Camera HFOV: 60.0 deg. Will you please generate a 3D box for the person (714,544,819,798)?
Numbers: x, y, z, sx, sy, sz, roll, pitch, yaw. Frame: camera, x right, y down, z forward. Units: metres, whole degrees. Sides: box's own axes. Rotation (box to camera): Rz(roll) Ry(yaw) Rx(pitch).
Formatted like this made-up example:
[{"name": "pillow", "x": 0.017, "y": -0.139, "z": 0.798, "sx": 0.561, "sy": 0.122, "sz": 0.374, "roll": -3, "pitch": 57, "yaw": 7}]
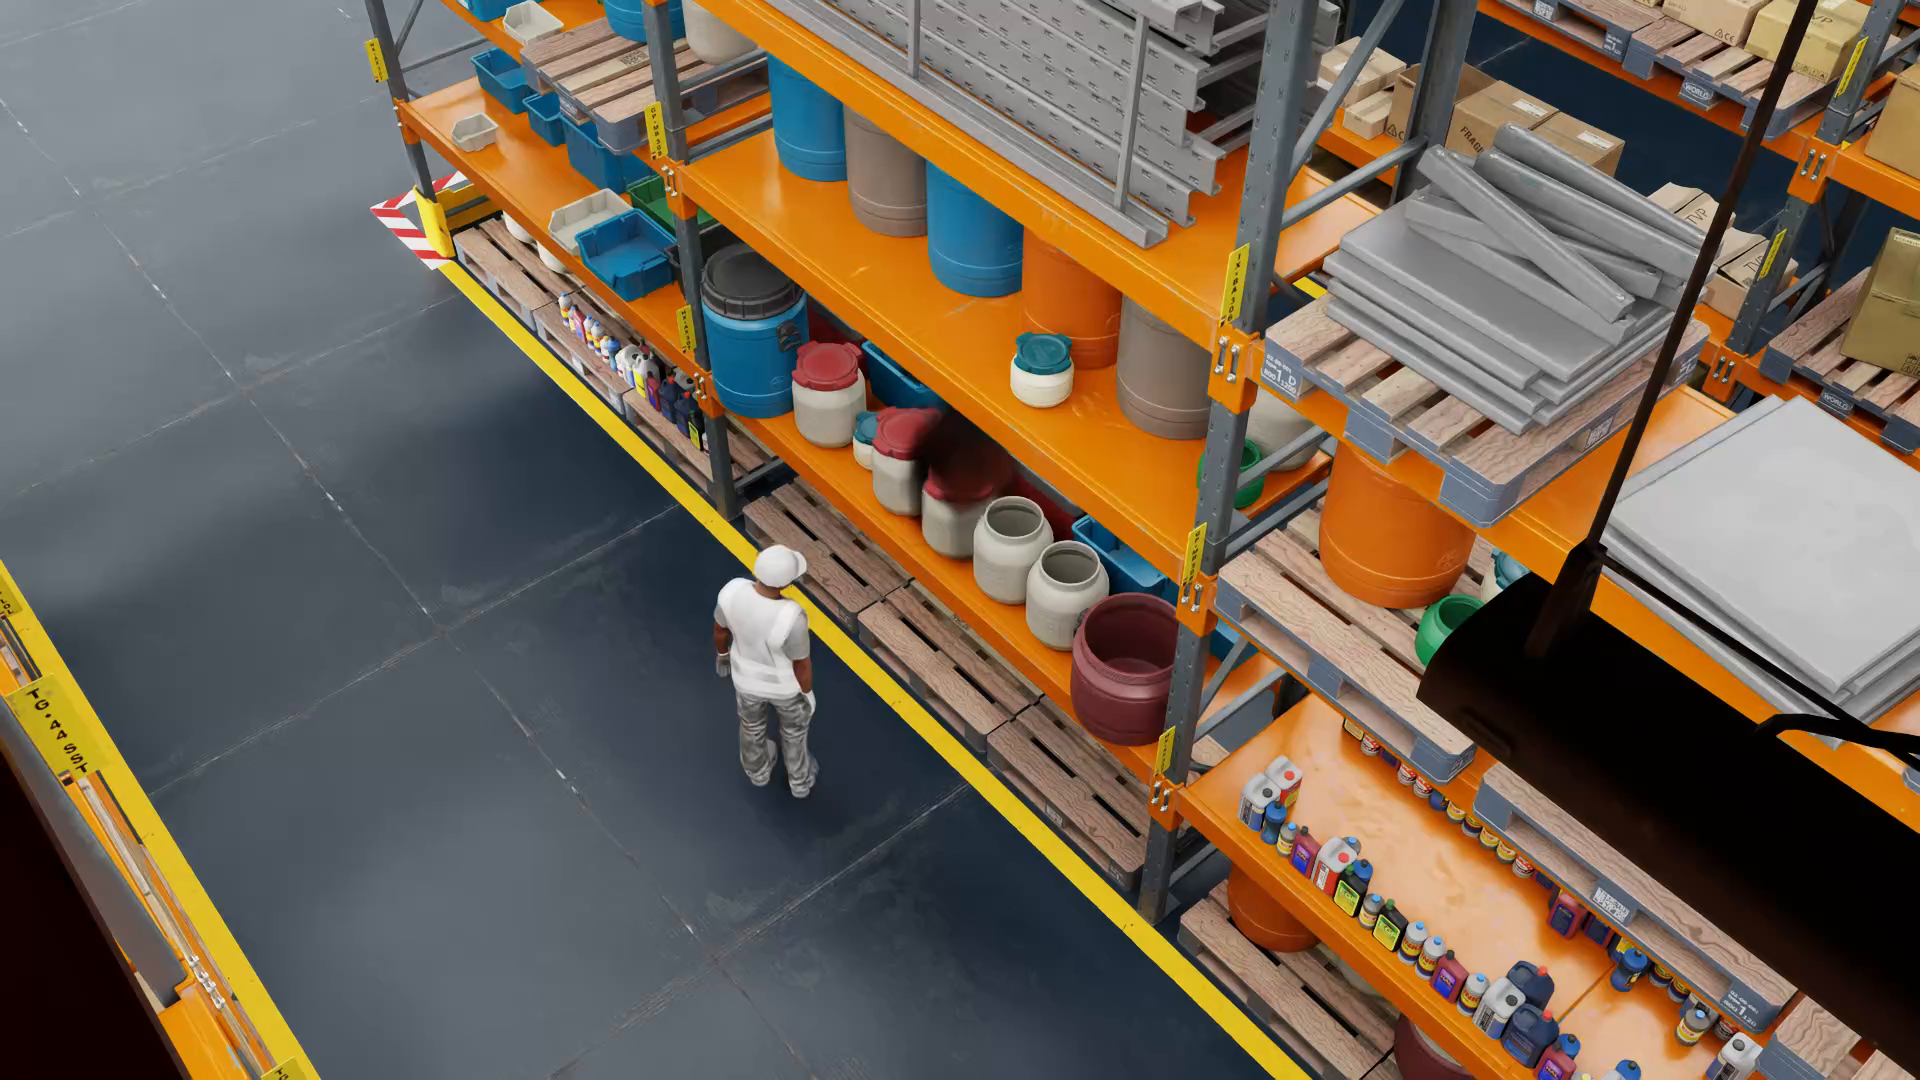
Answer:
[{"name": "person", "x": -1.031, "y": 0.700, "z": 8.864, "sx": 0.597, "sy": 1.787, "sz": 0.410, "roll": 9, "pitch": 47, "yaw": 8}]
